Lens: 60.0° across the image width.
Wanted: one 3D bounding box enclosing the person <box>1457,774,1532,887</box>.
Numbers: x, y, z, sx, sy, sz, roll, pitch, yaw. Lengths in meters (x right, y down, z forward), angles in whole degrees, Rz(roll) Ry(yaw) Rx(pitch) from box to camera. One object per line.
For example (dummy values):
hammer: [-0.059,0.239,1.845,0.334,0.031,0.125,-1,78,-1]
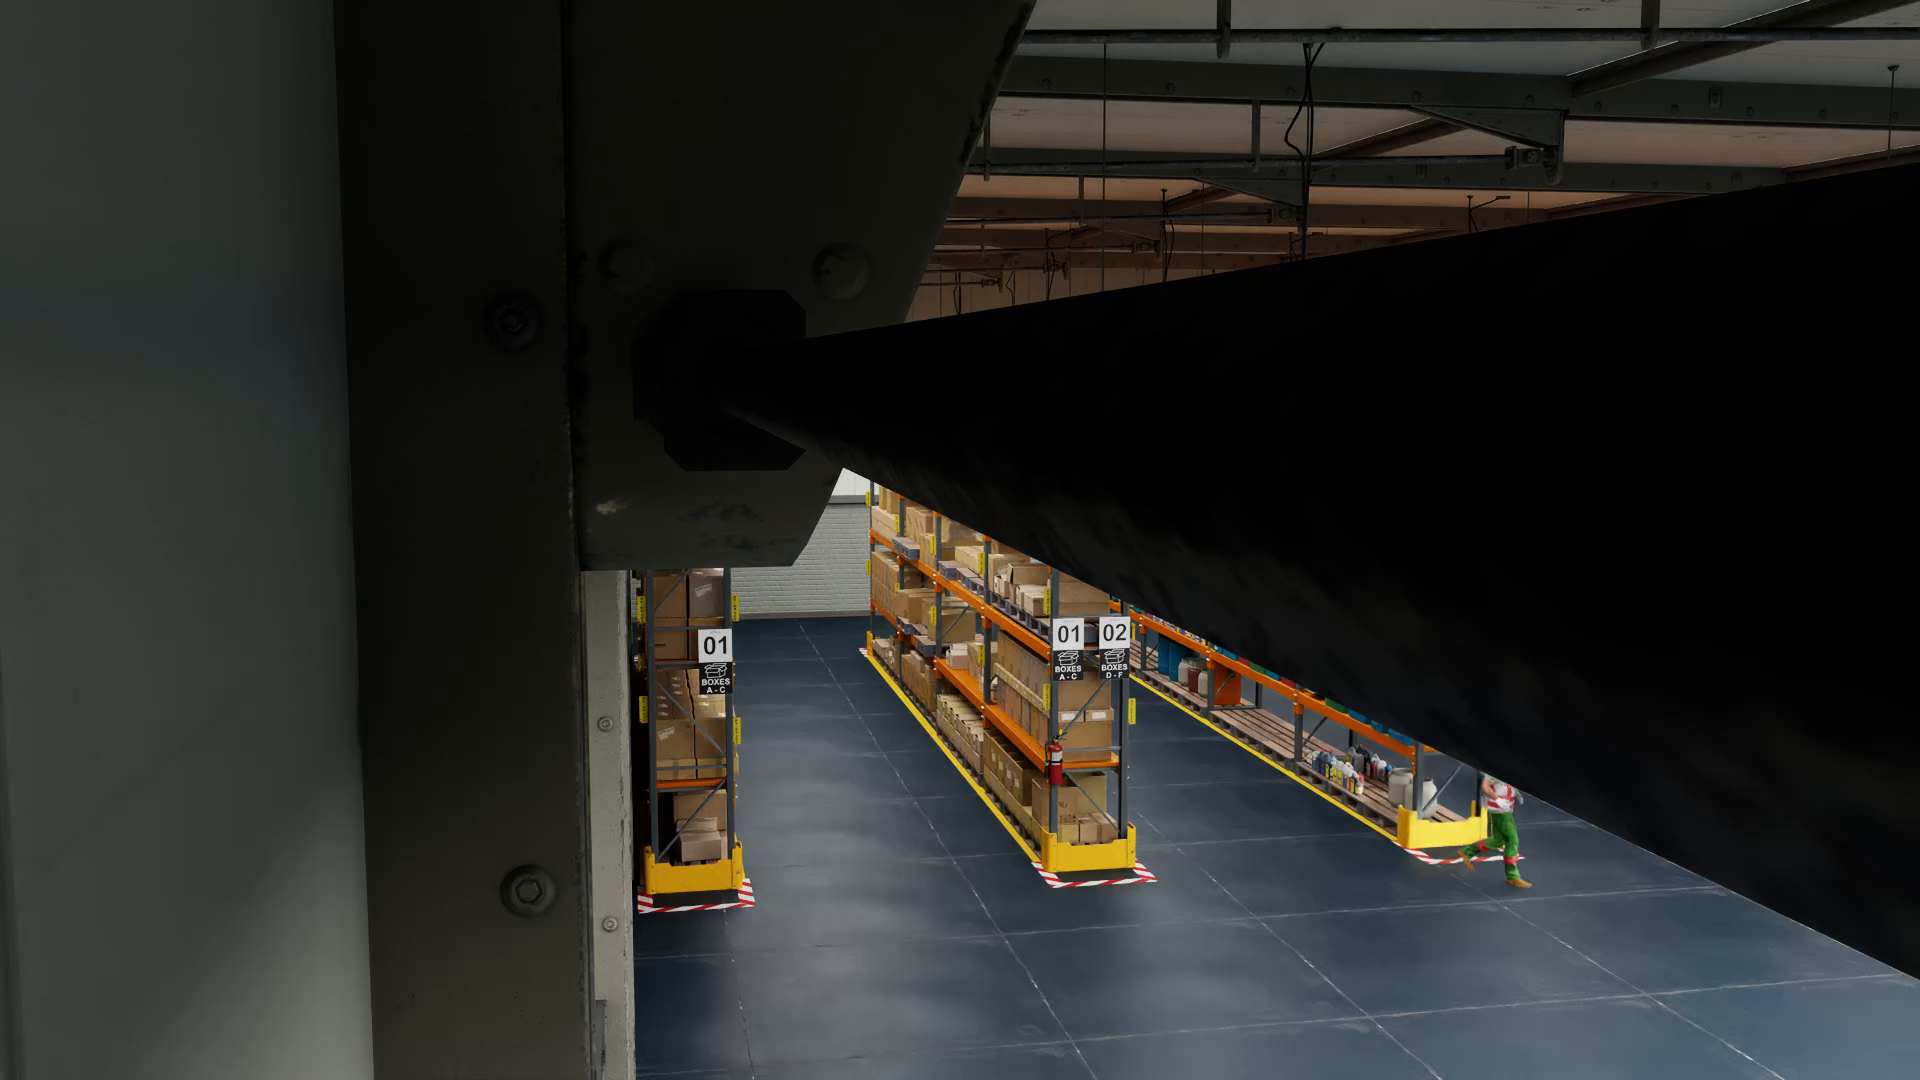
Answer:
person: [6.622,3.332,20.504,0.907,1.781,0.682,3,7,26]
